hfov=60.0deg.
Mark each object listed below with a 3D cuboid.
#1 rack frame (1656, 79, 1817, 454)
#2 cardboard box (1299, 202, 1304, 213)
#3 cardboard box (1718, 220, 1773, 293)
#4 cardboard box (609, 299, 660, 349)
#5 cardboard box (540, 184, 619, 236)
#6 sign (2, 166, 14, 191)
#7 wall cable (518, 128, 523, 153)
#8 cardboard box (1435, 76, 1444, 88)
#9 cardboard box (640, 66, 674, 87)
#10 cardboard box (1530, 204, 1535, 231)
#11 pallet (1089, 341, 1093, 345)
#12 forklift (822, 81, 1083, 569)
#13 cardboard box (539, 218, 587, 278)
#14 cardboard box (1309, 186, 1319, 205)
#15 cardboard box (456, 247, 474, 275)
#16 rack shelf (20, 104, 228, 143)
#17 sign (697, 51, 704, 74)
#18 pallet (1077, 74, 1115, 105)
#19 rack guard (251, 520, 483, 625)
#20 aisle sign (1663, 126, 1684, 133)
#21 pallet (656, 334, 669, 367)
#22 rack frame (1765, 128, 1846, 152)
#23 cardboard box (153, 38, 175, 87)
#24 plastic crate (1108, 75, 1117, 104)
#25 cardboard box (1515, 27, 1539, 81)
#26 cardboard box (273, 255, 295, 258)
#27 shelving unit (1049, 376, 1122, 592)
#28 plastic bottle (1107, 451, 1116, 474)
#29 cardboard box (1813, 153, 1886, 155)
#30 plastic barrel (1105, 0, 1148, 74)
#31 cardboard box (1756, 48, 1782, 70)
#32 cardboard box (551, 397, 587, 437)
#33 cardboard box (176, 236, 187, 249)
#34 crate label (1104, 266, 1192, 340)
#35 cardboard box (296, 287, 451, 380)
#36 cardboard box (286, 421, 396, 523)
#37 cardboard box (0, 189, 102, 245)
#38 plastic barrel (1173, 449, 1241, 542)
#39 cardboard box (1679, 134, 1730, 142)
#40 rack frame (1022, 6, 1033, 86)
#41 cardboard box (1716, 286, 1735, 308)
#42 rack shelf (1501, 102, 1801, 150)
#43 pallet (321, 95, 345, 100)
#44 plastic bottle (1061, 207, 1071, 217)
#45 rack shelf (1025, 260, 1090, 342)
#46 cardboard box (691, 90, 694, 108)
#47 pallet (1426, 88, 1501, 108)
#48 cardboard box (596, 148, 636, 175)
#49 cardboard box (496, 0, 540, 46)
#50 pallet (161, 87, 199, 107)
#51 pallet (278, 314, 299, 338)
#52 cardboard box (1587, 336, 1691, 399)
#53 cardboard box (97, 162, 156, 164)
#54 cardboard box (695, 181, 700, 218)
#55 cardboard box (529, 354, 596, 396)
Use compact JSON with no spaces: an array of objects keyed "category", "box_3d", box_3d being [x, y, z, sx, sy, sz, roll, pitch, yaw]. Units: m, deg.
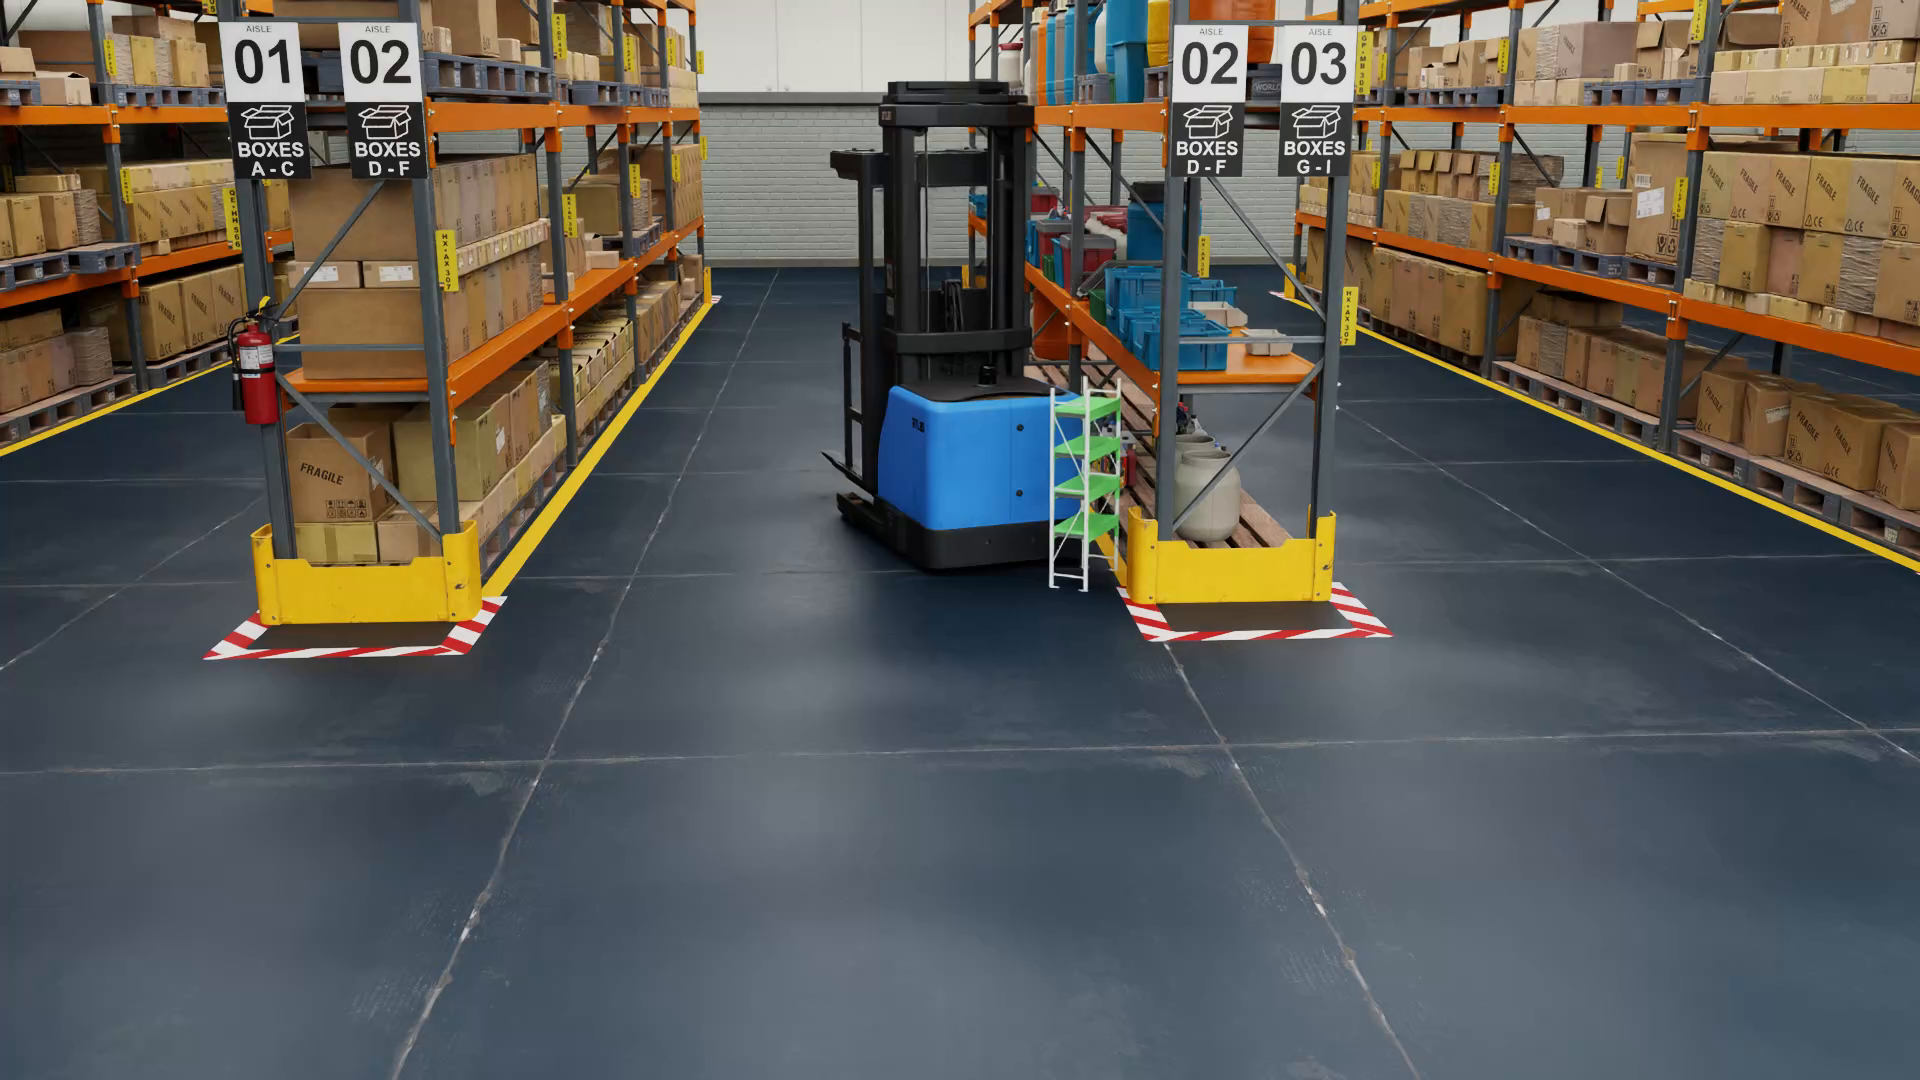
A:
[{"category":"rack frame","box_3d":[6.323,-2.186,13.503,1.000,3.000,0.127,-1,14,-3]},{"category":"cardboard box","box_3d":[5.272,-4.955,24.771,0.380,0.149,0.250,-1,14,-3]},{"category":"cardboard box","box_3d":[6.285,-2.141,12.530,0.875,0.500,0.500,-1,14,-3]},{"category":"cardboard box","box_3d":[-3.619,-2.404,18.483,0.500,0.500,0.500,-1,14,-4]},{"category":"cardboard box","box_3d":[-3.964,-3.436,17.316,0.700,0.500,0.500,-6,16,-22]},{"category":"sign","box_3d":[-9.310,-3.503,16.297,0.100,0.325,0.005,-1,14,-3]},{"category":"wall cable","box_3d":[-9.246,-7.755,29.339,3.097,2.526,0.112,-1,14,-3]},{"category":"cardboard box","box_3d":[5.770,-5.338,19.393,0.380,0.149,0.250,-1,15,-6]},{"category":"cardboard box","box_3d":[-3.842,-5.771,20.713,0.500,0.250,0.500,-1,14,-3]},{"category":"cardboard box","box_3d":[6.317,-3.354,17.843,0.500,0.500,0.500,0,14,-2]},{"category":"pallet","box_3d":[0.969,-2.252,19.356,1.003,0.211,1.213,-1,14,-3]},{"category":"forklift","box_3d":[-0.217,-1.566,11.231,1.130,2.935,3.031,-5,15,-20]},{"category":"cardboard box","box_3d":[-3.692,-2.660,15.145,0.500,0.500,0.500,-2,15,-6]},{"category":"cardboard box","box_3d":[5.379,-4.989,24.102,0.500,0.250,0.500,-1,14,-4]},{"category":"cardboard box","box_3d":[-3.173,-1.693,10.085,0.380,0.149,0.250,-1,14,-4]},{"category":"rack shelf","box_3d":[-8.880,-4.553,18.127,1.077,0.370,4.000,-1,14,-3]},{"category":"sign","box_3d":[-3.753,-6.904,24.041,0.100,0.325,0.005,-1,14,-3]},{"category":"pallet","box_3d":[1.522,-3.293,12.164,1.213,0.211,1.003,-1,14,-3]},{"category":"rack guard","box_3d":[-3.315,0.177,9.334,1.175,0.500,0.348,-1,14,-3]},{"category":"aisle sign","box_3d":[10.831,-6.504,25.067,0.394,0.787,0.004,-1,14,-3]},{"category":"pallet","box_3d":[-3.893,-2.167,19.027,1.003,0.211,1.213,-1,14,-3]},{"category":"rack frame","box_3d":[10.784,-4.227,21.436,1.000,3.000,0.127,-1,14,-3]},{"category":"cardboard box","box_3d":[-8.993,-5.177,18.024,0.700,0.500,0.500,-1,14,-3]},{"category":"plastic crate","box_3d":[1.206,-3.063,11.317,0.336,0.188,0.450,-1,14,-3]},{"category":"cardboard box","box_3d":[5.848,-4.803,16.451,0.500,0.500,0.500,-1,14,-3]},{"category":"cardboard box","box_3d":[-9.236,-3.788,22.602,0.380,0.149,0.250,-1,14,-3]},{"category":"shelving unit","box_3d":[0.750,-0.342,9.939,0.258,1.200,0.503,7,16,26]},{"category":"plastic bottle","box_3d":[1.051,-0.491,11.484,0.061,0.283,0.133,-1,14,-2]},{"category":"cardboard box","box_3d":[6.658,-2.631,12.427,0.500,0.500,0.500,-1,14,-3]},{"category":"plastic barrel","box_3d":[1.334,-3.759,11.749,0.600,0.901,0.708,-1,14,-3]},{"category":"cardboard box","box_3d":[6.116,-3.540,12.248,0.380,0.149,0.250,-1,14,-3]},{"category":"cardboard box","box_3d":[-3.342,-1.010,13.607,0.500,0.250,0.500,-1,14,-5]},{"category":"cardboard box","box_3d":[-8.653,-3.245,18.081,0.380,0.149,0.250,-1,14,-3]},{"category":"crate label","box_3d":[1.243,-1.586,11.098,0.502,0.435,0.616,-1,14,-3]},{"category":"cardboard box","box_3d":[-3.333,-1.204,9.486,0.700,0.500,0.500,-1,14,-3]},{"category":"cardboard box","box_3d":[-3.647,-0.403,9.743,0.500,0.500,0.500,-1,14,-3]},{"category":"cardboard box","box_3d":[-8.717,-3.096,15.957,0.700,0.500,0.500,-3,15,-10]},{"category":"plastic barrel","box_3d":[1.510,-0.276,10.229,0.421,0.512,0.421,0,14,0]},{"category":"cardboard box","box_3d":[10.382,-5.401,23.195,0.500,0.500,0.500,-1,14,-5]},{"category":"rack frame","box_3d":[1.132,-6.010,16.325,1.000,3.000,0.127,-1,14,-3]},{"category":"cardboard box","box_3d":[6.082,-1.882,12.826,0.380,0.149,0.250,-1,14,-3]},{"category":"rack shelf","box_3d":[6.199,-3.788,15.152,1.077,0.370,4.000,-1,14,-3]},{"category":"pallet","box_3d":[-9.196,-6.167,23.132,1.003,0.211,1.213,-1,14,-3]},{"category":"plastic bottle","box_3d":[1.279,-3.806,19.897,0.144,0.351,0.185,-1,14,-3]},{"category":"rack shelf","box_3d":[1.256,-2.259,15.229,1.077,0.370,4.000,-1,14,-3]},{"category":"cardboard box","box_3d":[-3.993,-6.150,23.192,0.500,0.250,0.500,-1,14,-3]},{"category":"pallet","box_3d":[5.910,-4.980,18.719,1.003,0.211,1.213,0,14,-1]},{"category":"cardboard box","box_3d":[-4.350,-4.678,20.981,0.500,0.500,0.500,-1,14,-3]},{"category":"cardboard box","box_3d":[-3.563,-4.135,13.010,0.500,0.500,0.500,-1,14,-3]},{"category":"pallet","box_3d":[-8.921,-4.750,17.828,1.003,0.211,1.213,0,14,-1]},{"category":"pallet","box_3d":[-8.973,-2.786,21.432,1.003,0.211,1.213,-1,14,-3]},{"category":"cardboard box","box_3d":[6.261,-1.600,15.358,0.700,0.500,0.500,-2,15,-8]},{"category":"cardboard box","box_3d":[-9.132,-4.009,18.244,0.500,0.250,0.500,-1,14,-5]},{"category":"cardboard box","box_3d":[-3.973,-4.831,23.581,0.500,0.500,0.500,-1,14,-3]},{"category":"cardboard box","box_3d":[-3.367,-1.409,14.031,0.500,0.311,0.500,-1,14,-4]}]
